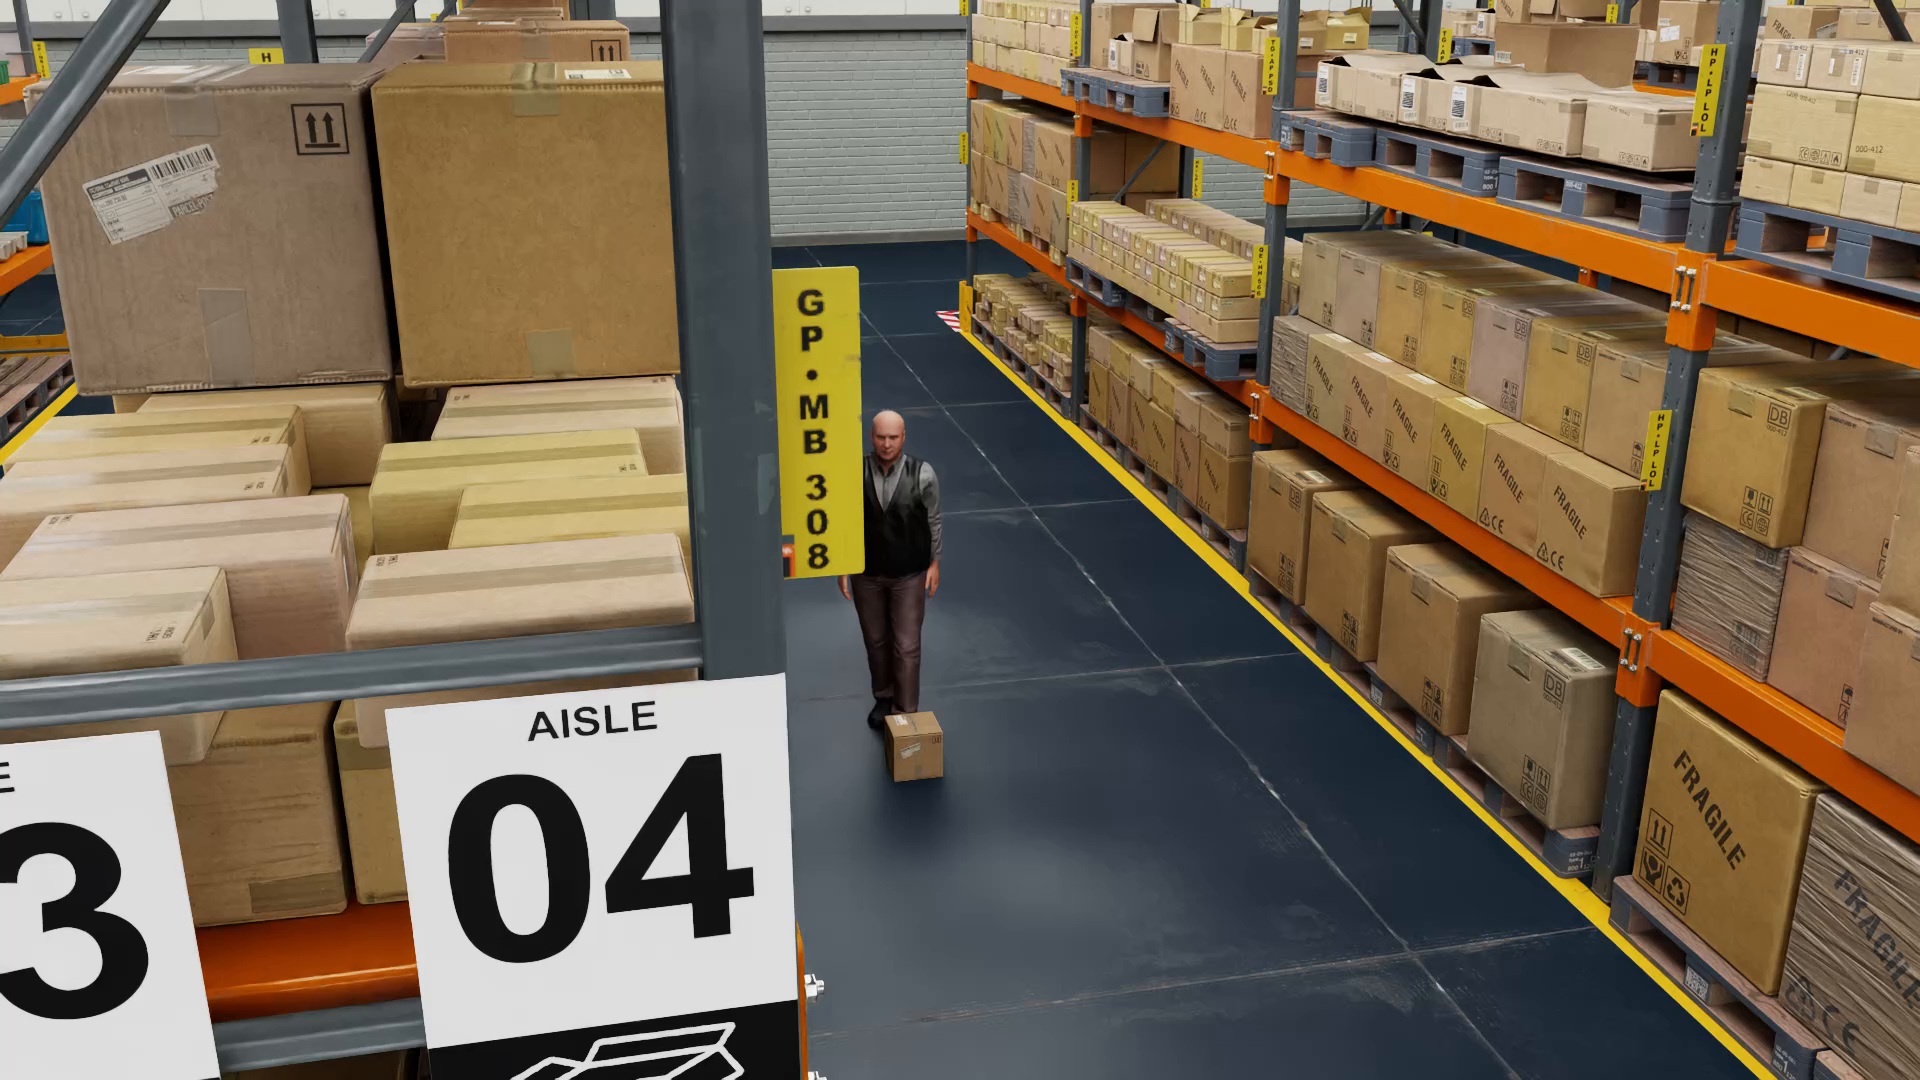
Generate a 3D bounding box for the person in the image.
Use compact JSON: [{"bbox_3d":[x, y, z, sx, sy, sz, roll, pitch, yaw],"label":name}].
[{"bbox_3d":[-0.386,0.197,8.509,0.552,1.715,0.660,2,20,6],"label":"person"}]
